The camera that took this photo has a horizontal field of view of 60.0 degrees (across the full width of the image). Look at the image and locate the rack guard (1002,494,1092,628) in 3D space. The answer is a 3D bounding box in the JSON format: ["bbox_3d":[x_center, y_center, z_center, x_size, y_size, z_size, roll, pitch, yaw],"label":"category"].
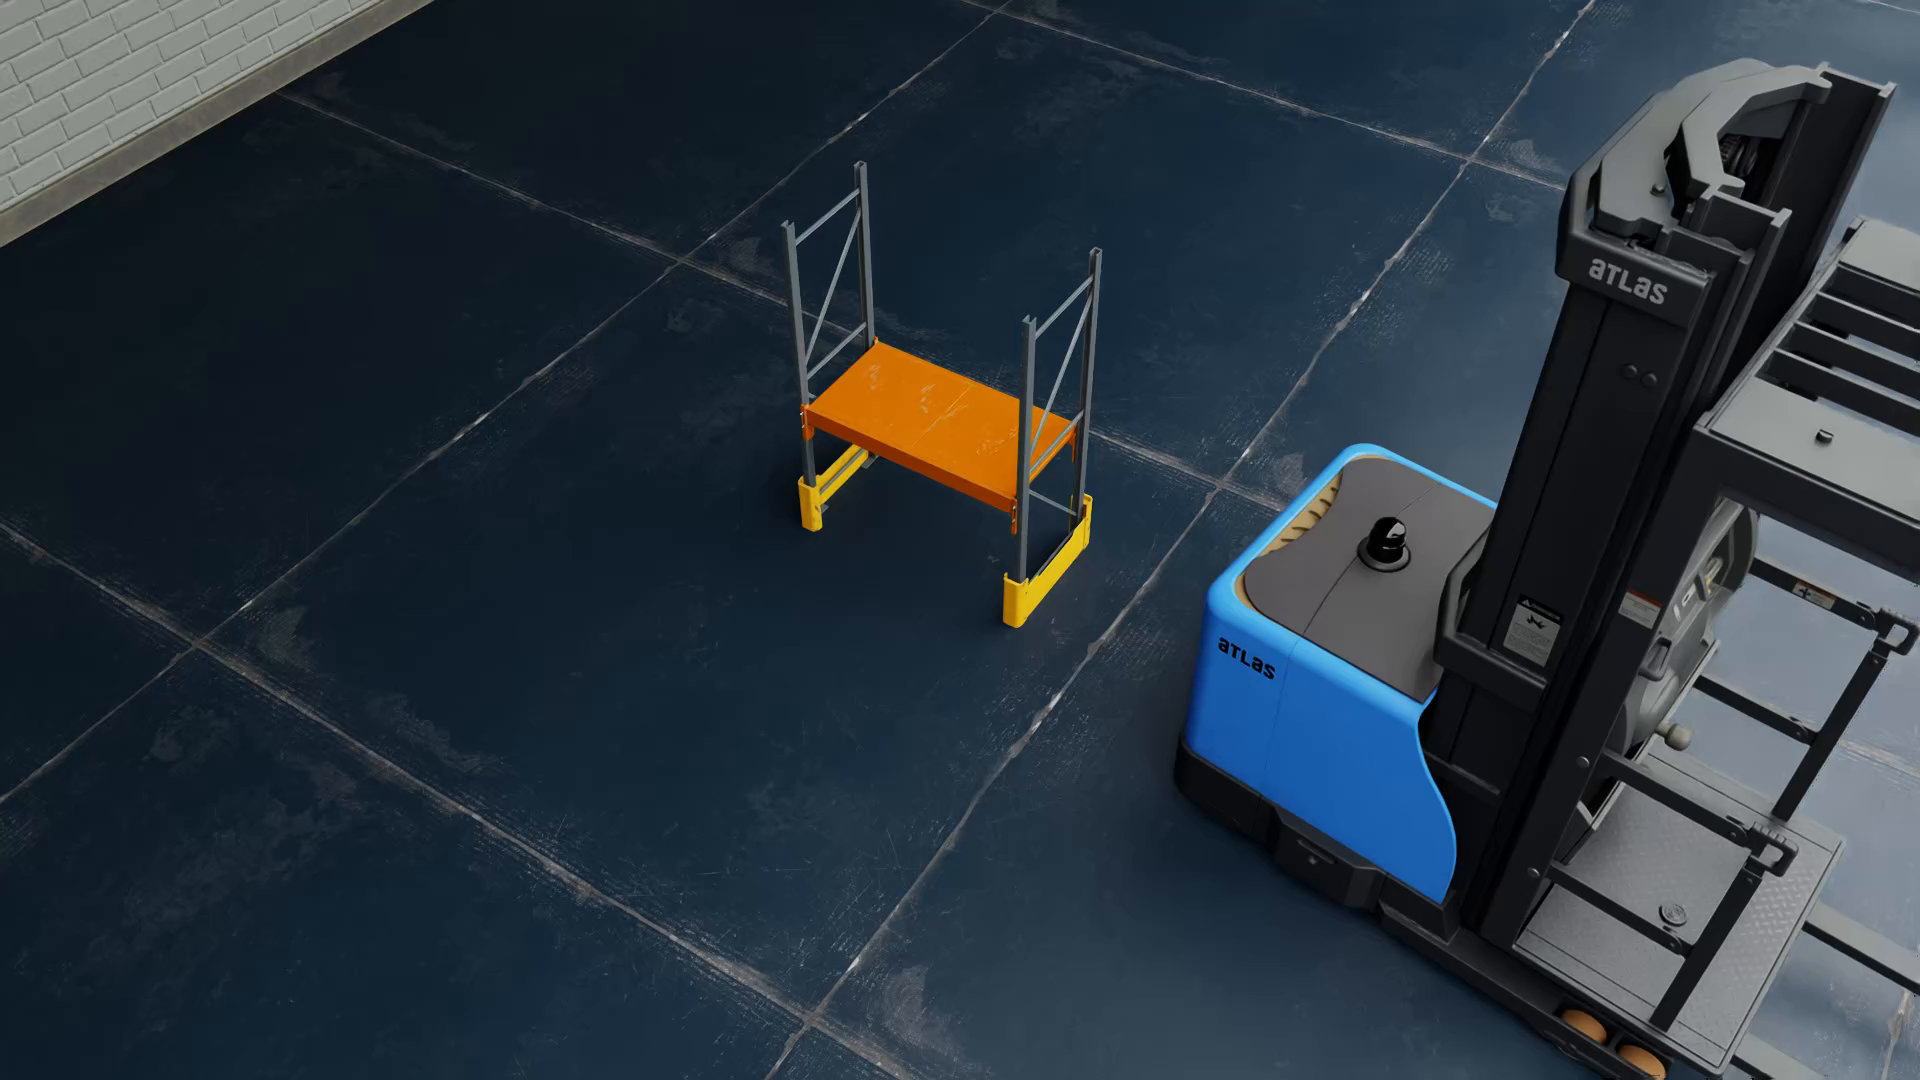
[{"bbox_3d":[0.355,0.076,6.724,0.087,0.250,0.587,25,51,22],"label":"rack guard"}]

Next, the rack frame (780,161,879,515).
[{"bbox_3d":[-0.500,-0.753,6.657,0.032,1.500,0.500,25,51,22],"label":"rack frame"}]

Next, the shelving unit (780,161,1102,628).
[{"bbox_3d":[-0.064,-0.552,6.463,1.083,1.500,0.587,25,51,22],"label":"shelving unit"}]

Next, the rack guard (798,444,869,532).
[{"bbox_3d":[-0.483,-0.309,7.098,0.087,0.250,0.587,25,51,22],"label":"rack guard"}]

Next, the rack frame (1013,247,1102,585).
[{"bbox_3d":[0.356,-0.359,6.275,0.032,1.500,0.500,25,51,22],"label":"rack frame"}]

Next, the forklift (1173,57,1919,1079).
[{"bbox_3d":[2.233,0.303,4.634,3.031,2.935,1.130,31,53,26],"label":"forklift"}]

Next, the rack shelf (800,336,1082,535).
[{"bbox_3d":[-0.072,-0.430,6.595,1.000,0.185,0.538,25,51,22],"label":"rack shelf"}]
